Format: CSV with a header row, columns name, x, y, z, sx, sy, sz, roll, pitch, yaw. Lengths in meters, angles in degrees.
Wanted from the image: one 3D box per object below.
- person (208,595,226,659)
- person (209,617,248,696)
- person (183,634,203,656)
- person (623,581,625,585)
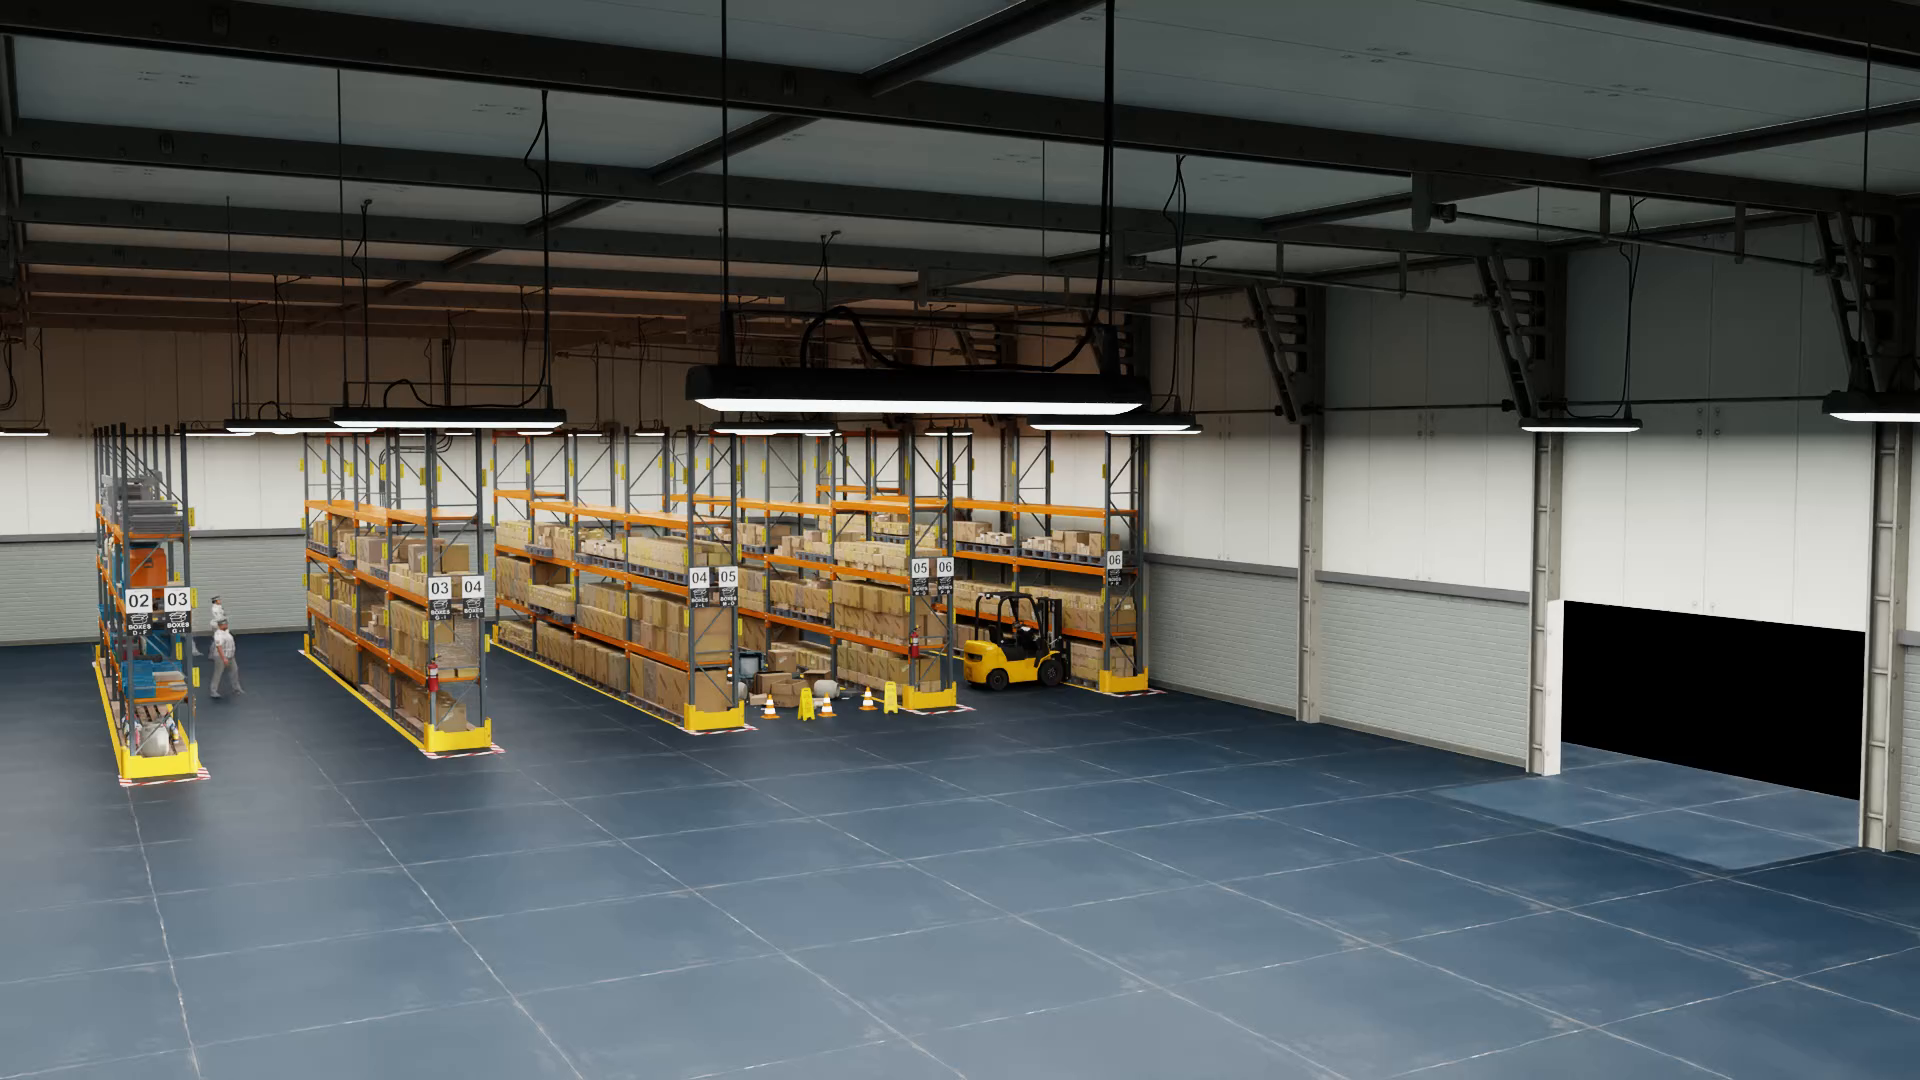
name,x,y,z,sx,sy,sz,roll,pitch,yaw
person,-19.255,2.289,43.224,0.606,1.744,0.528,-3,5,-41
person,-16.372,2.609,37.124,0.590,1.785,0.719,1,4,10
person,-20.371,2.260,43.567,1.058,1.581,0.528,2,4,34
person,-9.598,2.006,47.800,0.496,1.665,0.408,1,4,13
